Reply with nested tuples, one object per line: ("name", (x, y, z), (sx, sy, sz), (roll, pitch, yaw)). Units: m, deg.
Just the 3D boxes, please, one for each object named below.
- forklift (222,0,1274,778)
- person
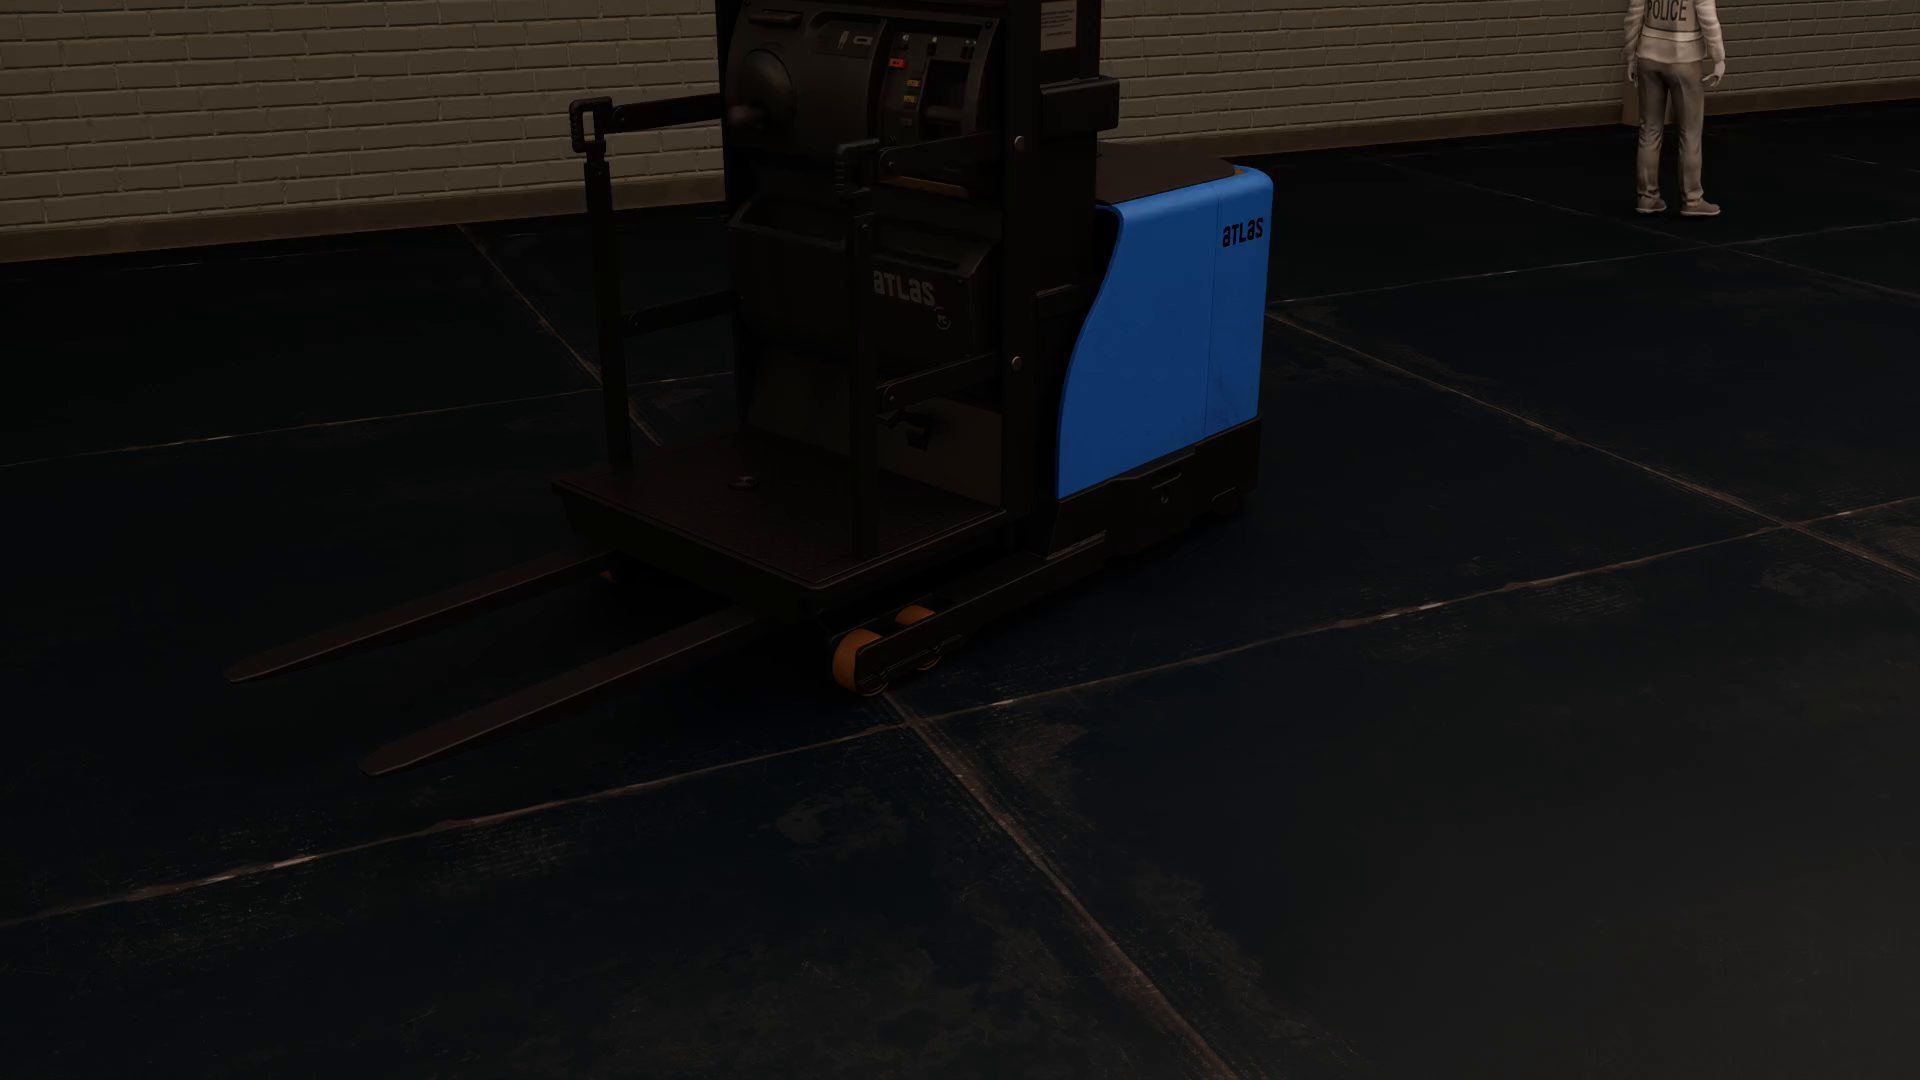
("forklift", (-0.413, -1.182, 4.131), (1.130, 2.935, 3.031), (19, 29, 39))
("person", (4.031, -2.686, 9.345), (0.530, 1.694, 0.587), (-18, 28, -36))
